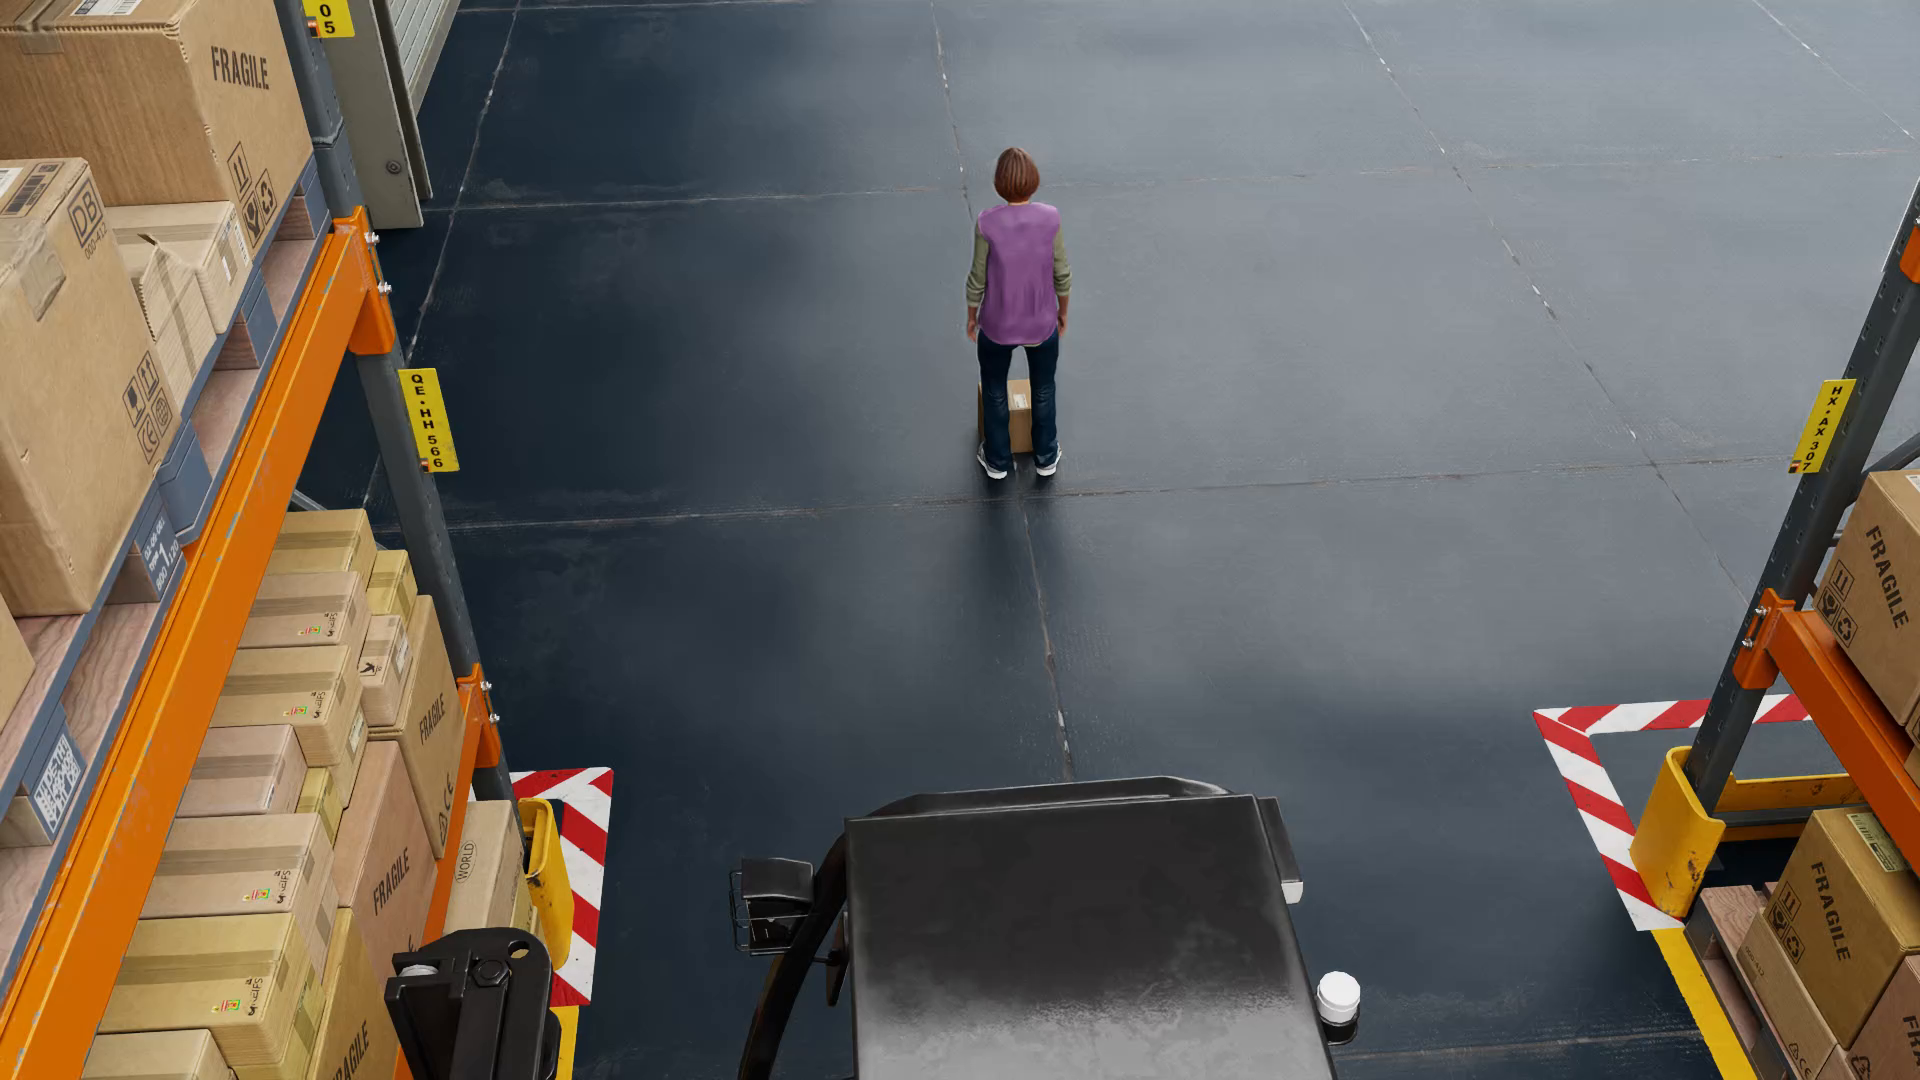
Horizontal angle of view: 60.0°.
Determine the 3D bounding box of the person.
[{"bbox_3d":[0.260,-0.955,7.316,0.455,1.593,0.346,-3,40,-4],"label":"person"}]
